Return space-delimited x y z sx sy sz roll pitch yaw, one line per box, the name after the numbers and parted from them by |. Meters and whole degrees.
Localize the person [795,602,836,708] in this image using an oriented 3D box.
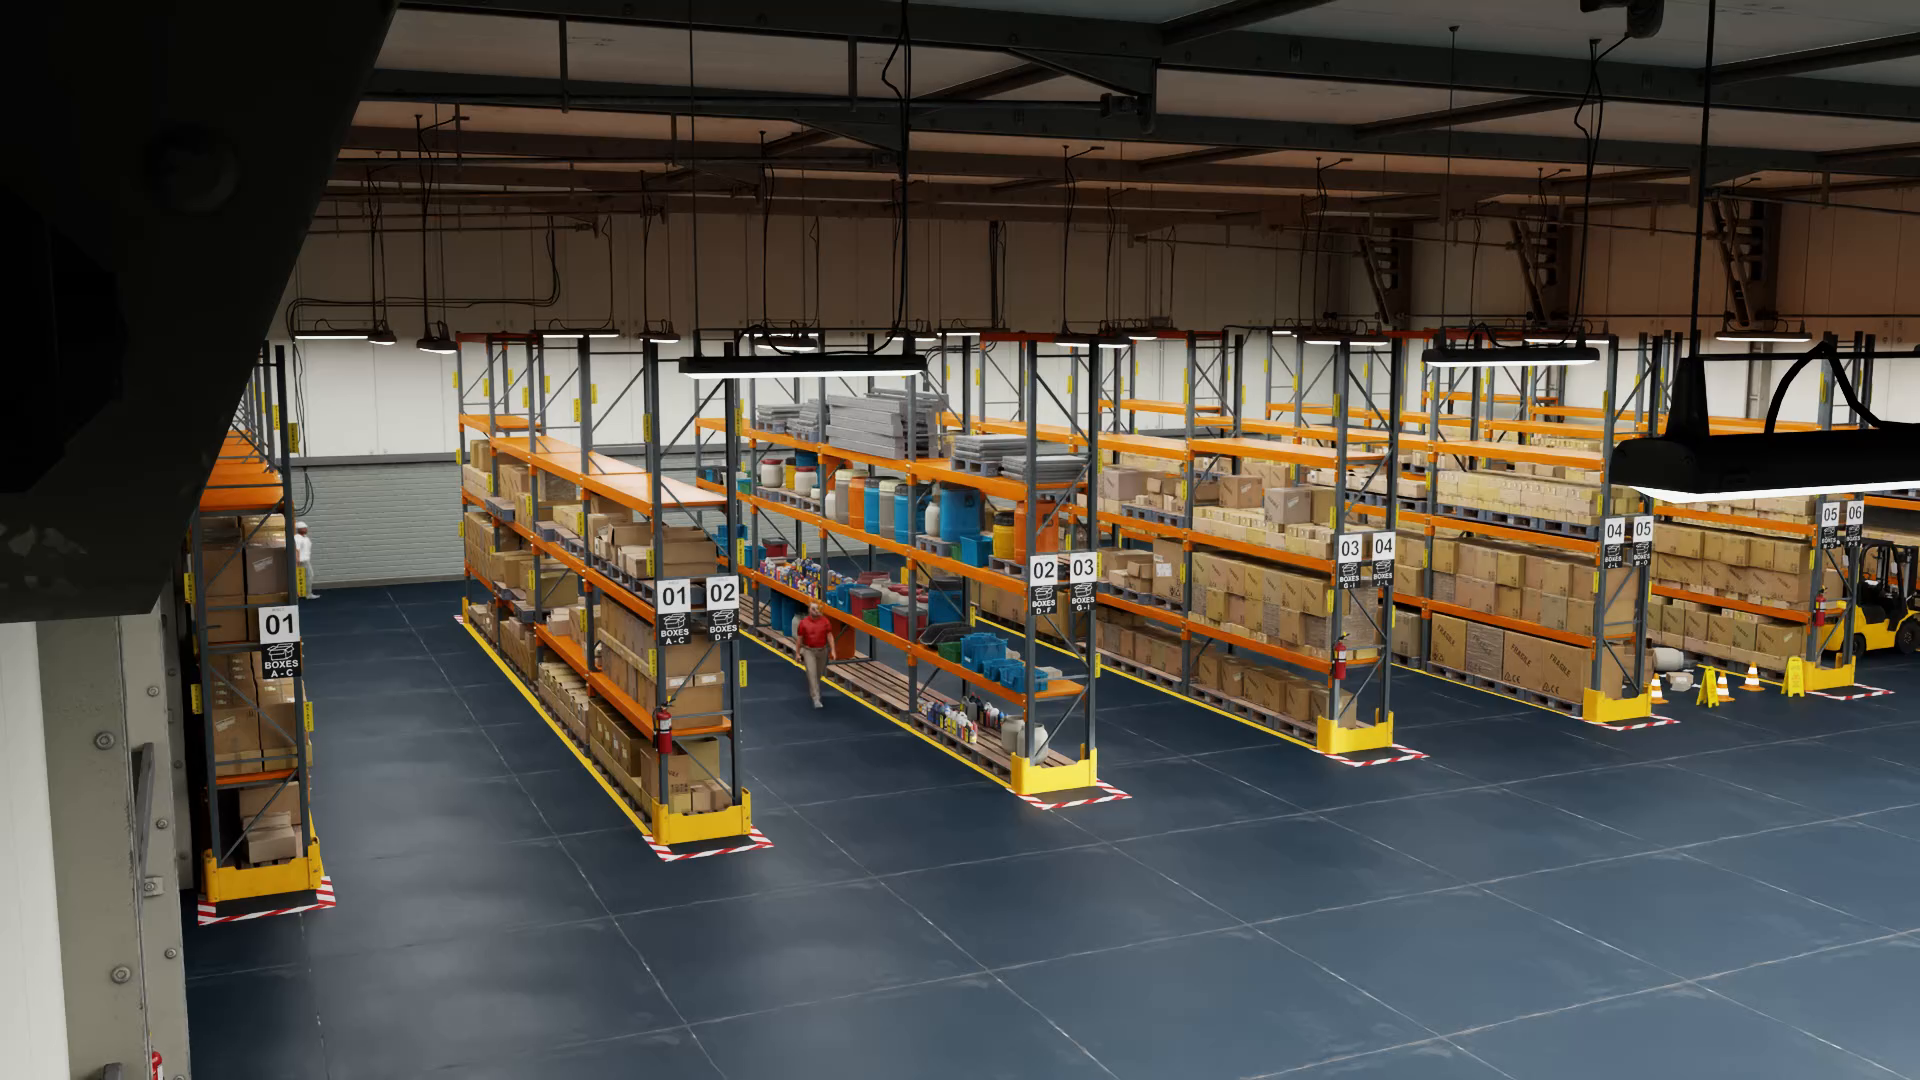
-2.350 1.839 27.123 0.608 1.656 1.084 -3 8 -22 | person

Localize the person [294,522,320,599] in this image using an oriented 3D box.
-14.758 0.450 37.186 0.773 1.739 0.566 -3 8 -19 | person
